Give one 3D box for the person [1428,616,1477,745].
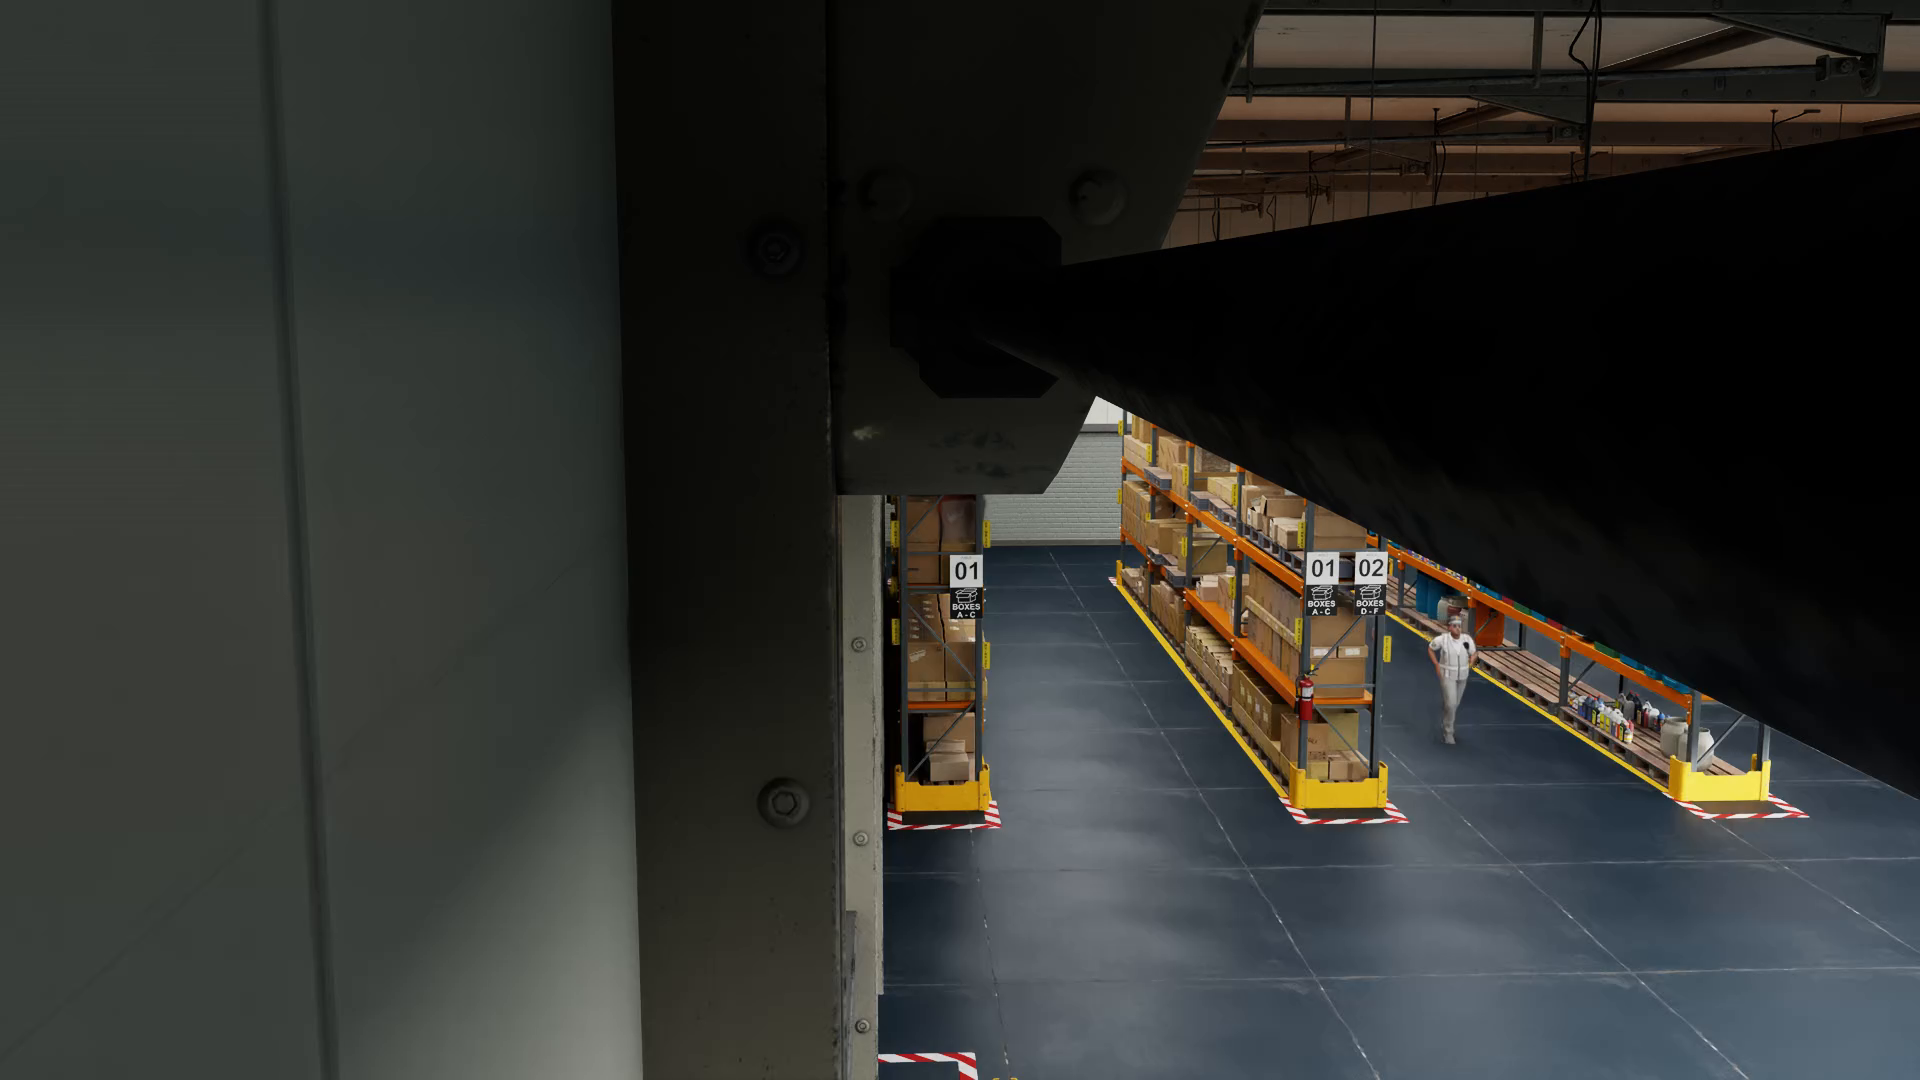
[{"bbox_3d":[7.053,1.965,23.765,0.652,1.844,0.792,-1,8,-7],"label":"person"}]
